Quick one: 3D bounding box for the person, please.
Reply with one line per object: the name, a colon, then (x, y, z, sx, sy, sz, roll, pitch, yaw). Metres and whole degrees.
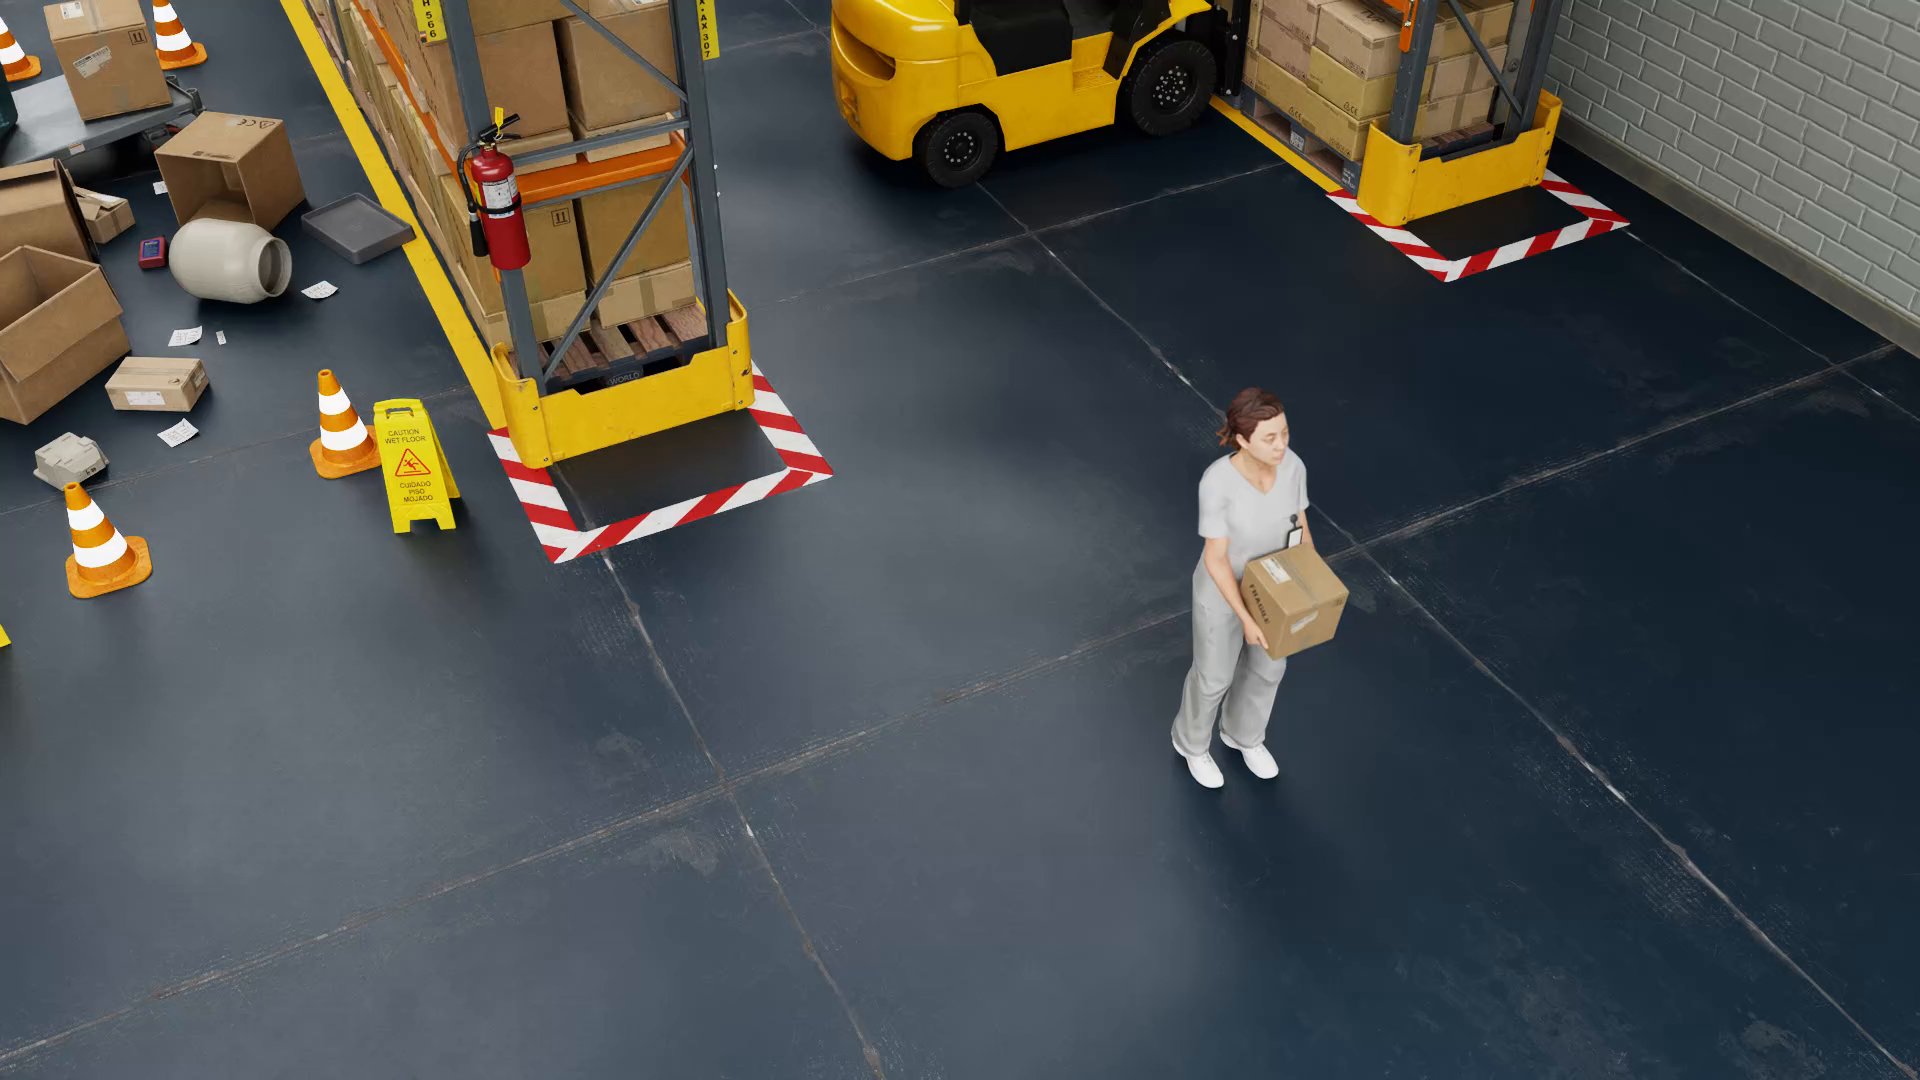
person: (1.038, 0.227, 5.912, 0.436, 1.663, 0.560, -18, 45, -19)
